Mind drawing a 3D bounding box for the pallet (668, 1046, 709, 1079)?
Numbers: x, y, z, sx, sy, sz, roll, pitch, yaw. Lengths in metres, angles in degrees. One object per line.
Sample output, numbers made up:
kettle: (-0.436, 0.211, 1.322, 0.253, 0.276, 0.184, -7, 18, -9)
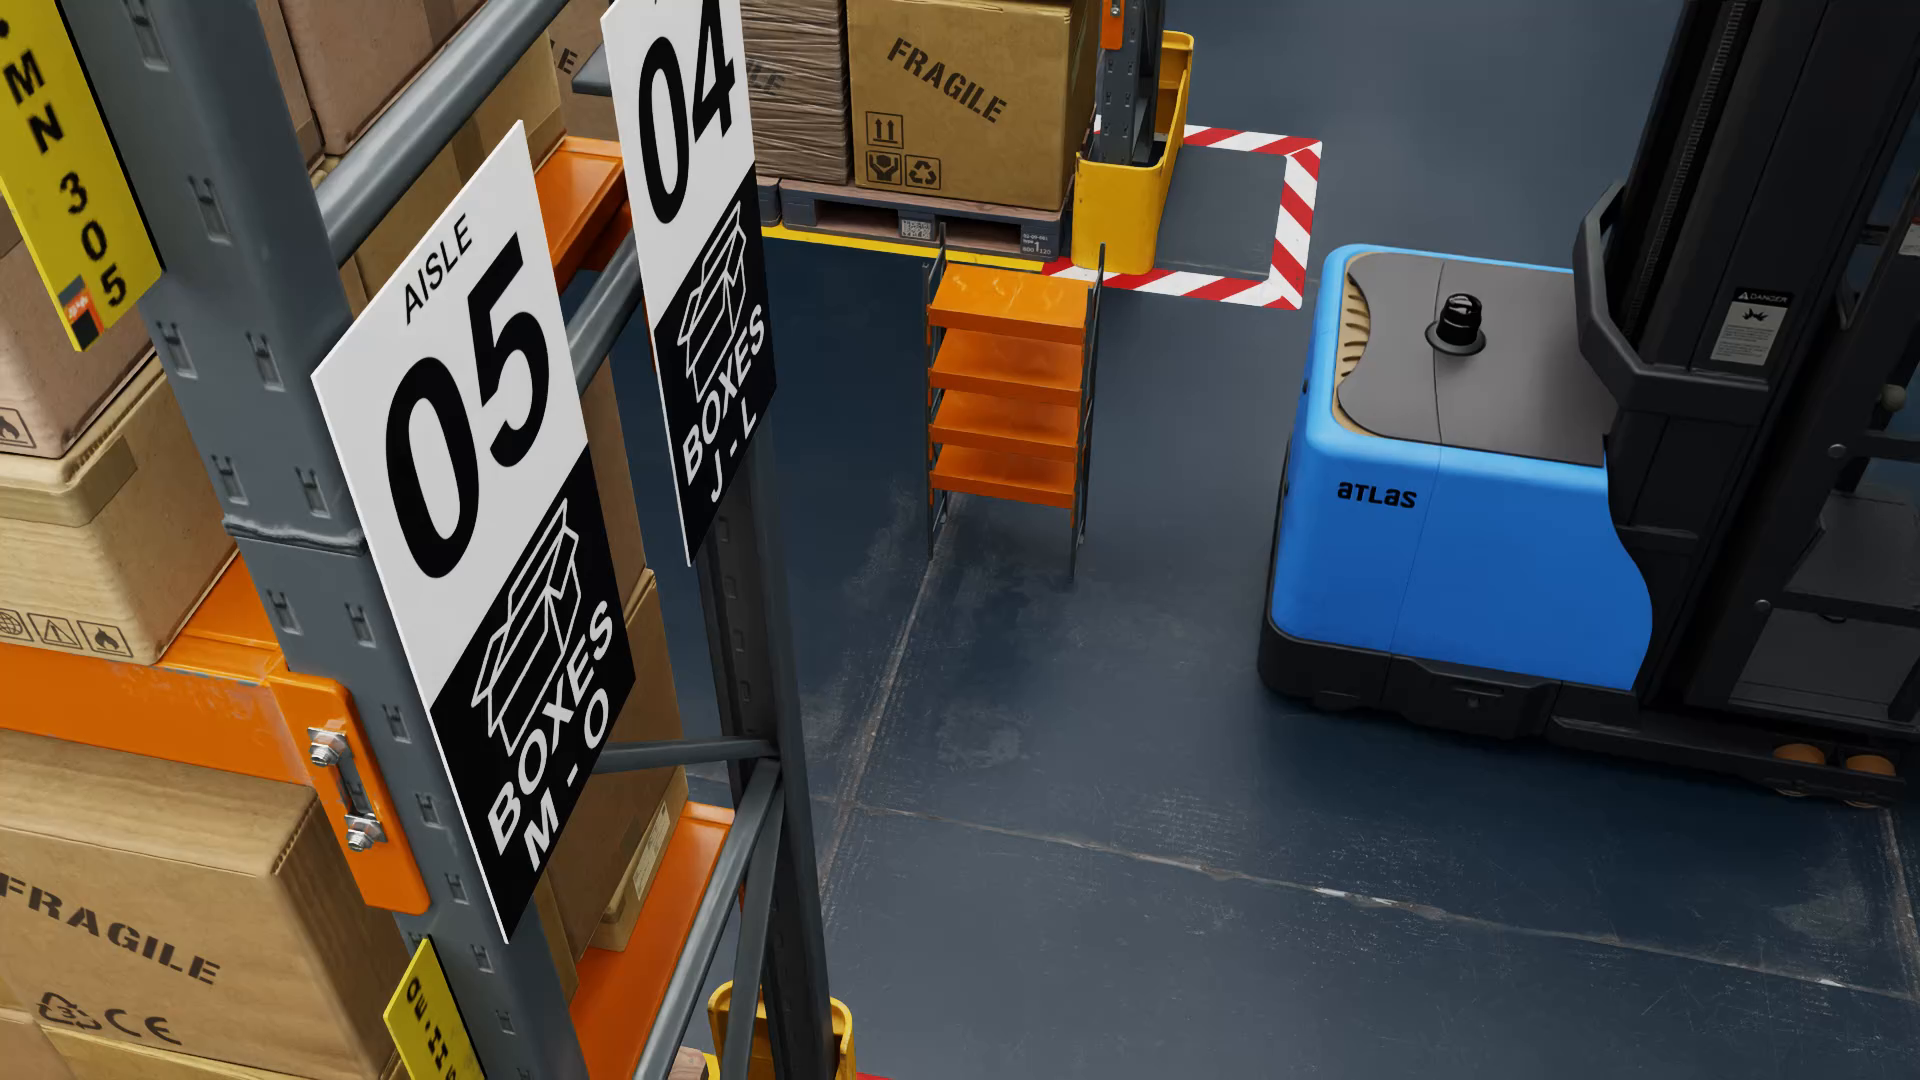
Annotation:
pallet: (-1.318, 1.594, 3.942, 1.213, 0.211, 1.003, 9, 45, 9)

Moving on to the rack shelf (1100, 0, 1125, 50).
rack shelf: (-1.229, -2.637, 6.846, 4.000, 0.370, 1.077, 9, 45, 9)

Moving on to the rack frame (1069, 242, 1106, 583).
rack frame: (0.400, -0.370, 5.269, 0.015, 1.200, 0.240, 9, 45, 9)

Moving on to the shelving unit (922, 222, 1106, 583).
shelving unit: (0.162, -0.407, 5.308, 0.503, 1.200, 0.258, 9, 45, 9)

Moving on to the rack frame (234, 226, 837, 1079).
rack frame: (-0.459, 0.748, 2.810, 0.127, 3.000, 1.000, 9, 45, 9)

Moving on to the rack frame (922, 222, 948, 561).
rack frame: (-0.077, -0.444, 5.346, 0.015, 1.200, 0.240, 9, 45, 9)

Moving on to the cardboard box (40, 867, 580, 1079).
cardboard box: (-0.954, 0.710, 2.562, 0.500, 0.500, 0.500, 10, 45, 10)

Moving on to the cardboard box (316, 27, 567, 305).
cardboard box: (-0.841, -0.520, 2.072, 0.500, 0.250, 0.500, 10, 45, 11)

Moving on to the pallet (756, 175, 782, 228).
pallet: (-1.262, -1.843, 7.513, 1.213, 0.211, 1.003, 9, 45, 9)

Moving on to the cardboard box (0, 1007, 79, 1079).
cardboard box: (-1.455, 0.629, 2.647, 0.500, 0.500, 0.500, 8, 45, 8)

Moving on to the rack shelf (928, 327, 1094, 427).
rack shelf: (0.162, -0.520, 5.199, 0.480, 0.148, 0.258, 9, 45, 9)

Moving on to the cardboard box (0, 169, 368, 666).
cardboard box: (-0.961, -0.169, 1.708, 0.500, 0.250, 0.500, 8, 44, 8)

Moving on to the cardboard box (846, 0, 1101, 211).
cardboard box: (0.081, -2.022, 6.917, 0.875, 0.875, 0.875, 9, 45, 9)

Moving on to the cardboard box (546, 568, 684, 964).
cardboard box: (-0.837, 0.349, 2.937, 0.500, 0.500, 0.500, 11, 45, 11)

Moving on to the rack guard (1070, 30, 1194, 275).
rack guard: (0.746, -1.690, 7.145, 0.348, 0.500, 1.175, 9, 45, 9)

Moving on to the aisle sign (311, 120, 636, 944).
aisle sign: (-0.453, 0.025, 1.686, 0.004, 0.787, 0.394, 9, 45, 9)

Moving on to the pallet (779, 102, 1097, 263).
pallet: (-0.075, -1.657, 7.320, 1.213, 0.211, 1.003, 9, 45, 9)

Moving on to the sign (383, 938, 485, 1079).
sign: (-0.600, 0.589, 1.912, 0.005, 0.325, 0.100, 9, 45, 9)

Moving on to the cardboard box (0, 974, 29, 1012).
cardboard box: (-1.454, 0.266, 2.303, 0.500, 0.500, 0.500, 7, 44, 8)

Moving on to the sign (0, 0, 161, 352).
sign: (-0.600, -0.280, 1.076, 0.005, 0.325, 0.100, 9, 45, 9)

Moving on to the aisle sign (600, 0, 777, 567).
aisle sign: (-0.322, -0.381, 2.108, 0.004, 0.787, 0.394, 9, 45, 9)

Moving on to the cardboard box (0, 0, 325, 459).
cardboard box: (-0.964, -0.357, 1.542, 0.500, 0.250, 0.500, 8, 44, 8)

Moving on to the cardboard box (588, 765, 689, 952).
cardboard box: (-0.704, 0.567, 3.179, 0.250, 0.149, 0.380, 8, 45, 9)

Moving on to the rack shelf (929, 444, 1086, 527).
rack shelf: (0.162, -0.216, 5.492, 0.480, 0.148, 0.258, 9, 45, 9)

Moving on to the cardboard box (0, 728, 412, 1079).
cardboard box: (-0.960, 0.343, 2.223, 0.500, 0.500, 0.500, 8, 44, 8)

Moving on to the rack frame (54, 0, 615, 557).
rack frame: (-0.459, -1.414, 0.730, 0.127, 3.000, 1.000, 9, 45, 9)

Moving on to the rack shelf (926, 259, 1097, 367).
rack shelf: (0.162, -0.690, 5.035, 0.480, 0.148, 0.258, 9, 45, 9)

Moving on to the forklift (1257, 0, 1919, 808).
forklift: (2.507, -0.670, 4.332, 3.031, 2.935, 1.130, 9, 45, 9)

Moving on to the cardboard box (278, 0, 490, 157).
cardboard box: (-0.840, -0.703, 1.902, 0.500, 0.250, 0.500, 9, 45, 10)

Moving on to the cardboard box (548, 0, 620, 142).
cardboard box: (-1.676, -2.295, 7.201, 0.875, 0.875, 0.875, 9, 45, 9)

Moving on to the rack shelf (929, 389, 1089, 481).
rack shelf: (0.162, -0.359, 5.355, 0.480, 0.148, 0.258, 9, 45, 9)

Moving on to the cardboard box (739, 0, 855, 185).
cardboard box: (-0.807, -2.160, 7.061, 0.875, 0.875, 0.875, 9, 45, 9)

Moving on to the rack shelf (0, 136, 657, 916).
rack shelf: (-2.411, -0.377, 2.334, 4.000, 0.370, 1.077, 9, 45, 9)

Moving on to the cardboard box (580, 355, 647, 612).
cardboard box: (-0.839, -0.004, 2.583, 0.500, 0.500, 0.500, 9, 45, 9)

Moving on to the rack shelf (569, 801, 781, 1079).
rack shelf: (-2.411, 0.704, 3.374, 4.000, 0.370, 1.077, 9, 45, 9)

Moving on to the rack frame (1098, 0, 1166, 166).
rack frame: (0.723, -2.594, 6.282, 0.127, 3.000, 1.000, 9, 45, 9)

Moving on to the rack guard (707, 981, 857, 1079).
rack guard: (-0.533, 1.637, 3.689, 0.348, 0.500, 1.175, 9, 45, 9)
